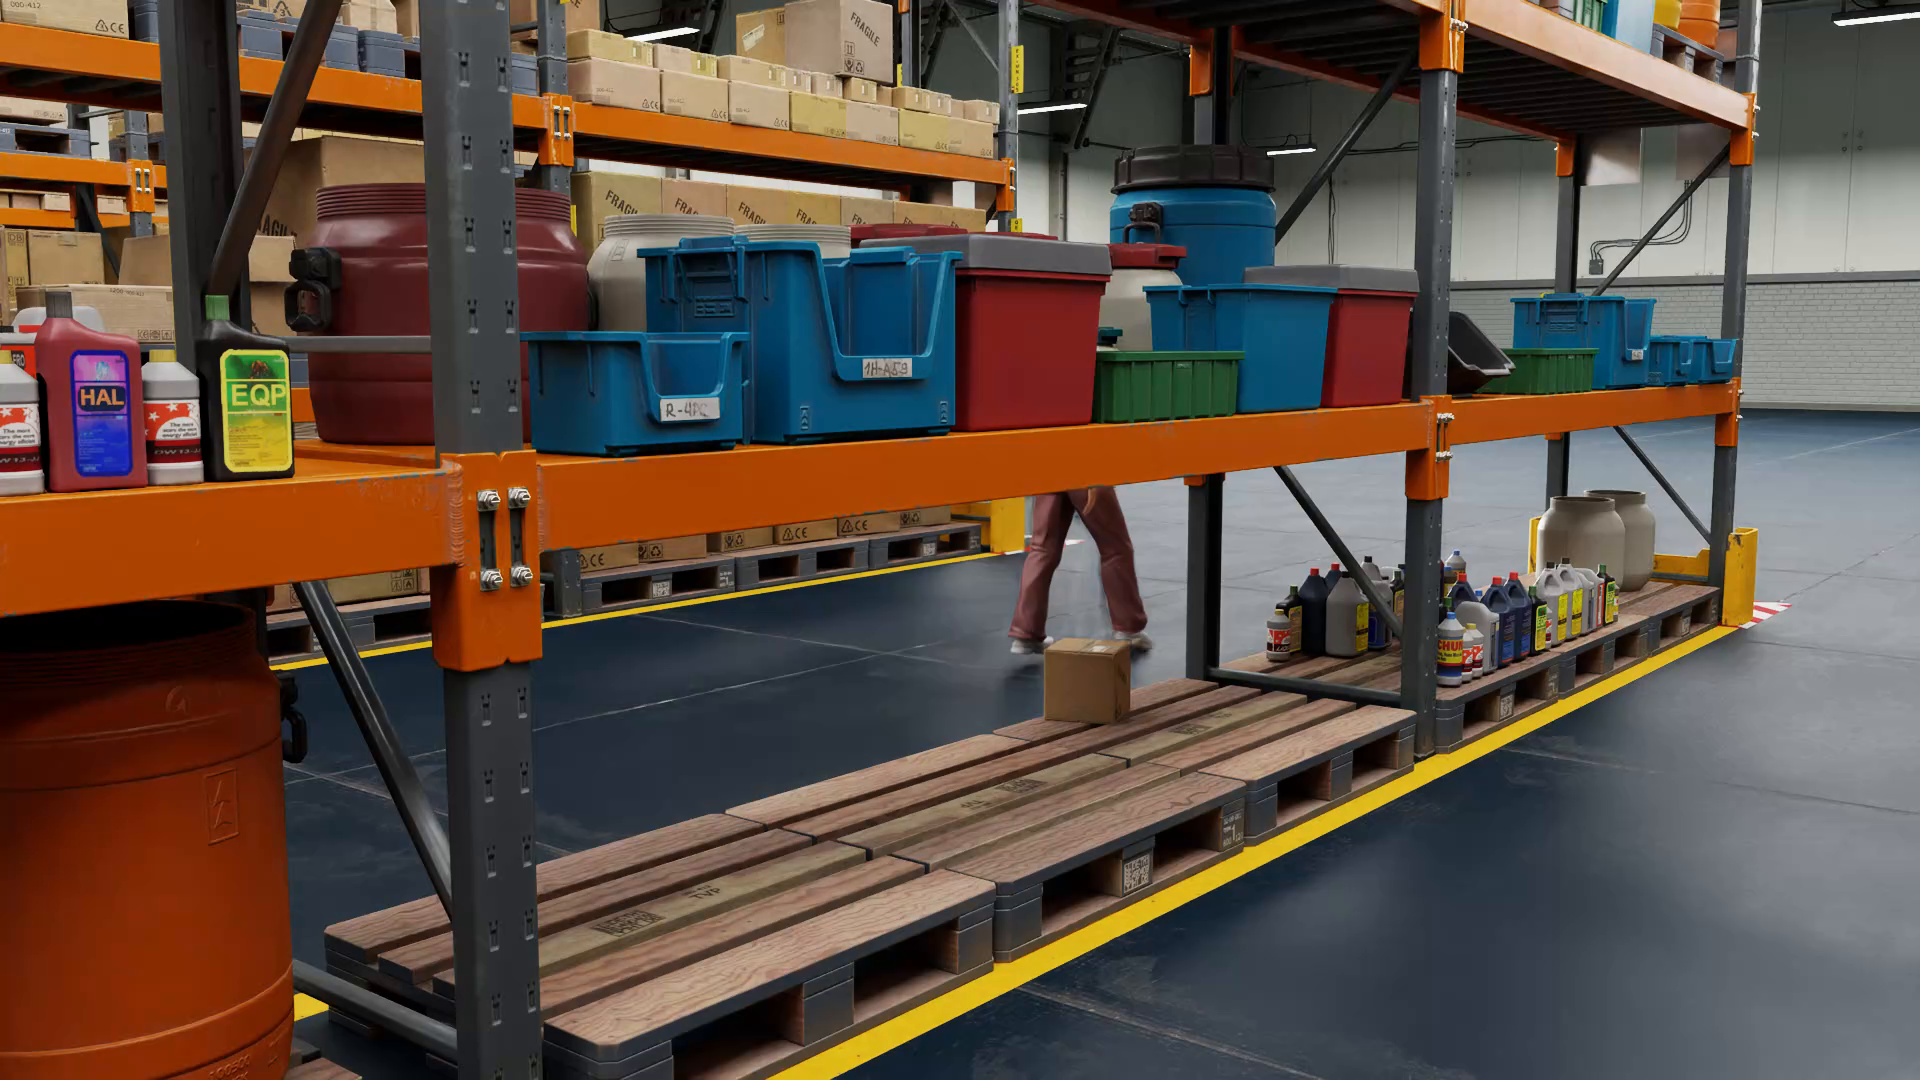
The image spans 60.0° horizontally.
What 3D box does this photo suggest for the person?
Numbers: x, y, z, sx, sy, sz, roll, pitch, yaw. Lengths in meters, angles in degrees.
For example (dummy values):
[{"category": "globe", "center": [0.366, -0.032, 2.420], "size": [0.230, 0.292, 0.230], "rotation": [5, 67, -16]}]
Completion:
[{"category": "person", "center": [0.594, -0.265, 7.979], "size": [0.497, 1.664, 0.882], "rotation": [7, 9, 44]}]
